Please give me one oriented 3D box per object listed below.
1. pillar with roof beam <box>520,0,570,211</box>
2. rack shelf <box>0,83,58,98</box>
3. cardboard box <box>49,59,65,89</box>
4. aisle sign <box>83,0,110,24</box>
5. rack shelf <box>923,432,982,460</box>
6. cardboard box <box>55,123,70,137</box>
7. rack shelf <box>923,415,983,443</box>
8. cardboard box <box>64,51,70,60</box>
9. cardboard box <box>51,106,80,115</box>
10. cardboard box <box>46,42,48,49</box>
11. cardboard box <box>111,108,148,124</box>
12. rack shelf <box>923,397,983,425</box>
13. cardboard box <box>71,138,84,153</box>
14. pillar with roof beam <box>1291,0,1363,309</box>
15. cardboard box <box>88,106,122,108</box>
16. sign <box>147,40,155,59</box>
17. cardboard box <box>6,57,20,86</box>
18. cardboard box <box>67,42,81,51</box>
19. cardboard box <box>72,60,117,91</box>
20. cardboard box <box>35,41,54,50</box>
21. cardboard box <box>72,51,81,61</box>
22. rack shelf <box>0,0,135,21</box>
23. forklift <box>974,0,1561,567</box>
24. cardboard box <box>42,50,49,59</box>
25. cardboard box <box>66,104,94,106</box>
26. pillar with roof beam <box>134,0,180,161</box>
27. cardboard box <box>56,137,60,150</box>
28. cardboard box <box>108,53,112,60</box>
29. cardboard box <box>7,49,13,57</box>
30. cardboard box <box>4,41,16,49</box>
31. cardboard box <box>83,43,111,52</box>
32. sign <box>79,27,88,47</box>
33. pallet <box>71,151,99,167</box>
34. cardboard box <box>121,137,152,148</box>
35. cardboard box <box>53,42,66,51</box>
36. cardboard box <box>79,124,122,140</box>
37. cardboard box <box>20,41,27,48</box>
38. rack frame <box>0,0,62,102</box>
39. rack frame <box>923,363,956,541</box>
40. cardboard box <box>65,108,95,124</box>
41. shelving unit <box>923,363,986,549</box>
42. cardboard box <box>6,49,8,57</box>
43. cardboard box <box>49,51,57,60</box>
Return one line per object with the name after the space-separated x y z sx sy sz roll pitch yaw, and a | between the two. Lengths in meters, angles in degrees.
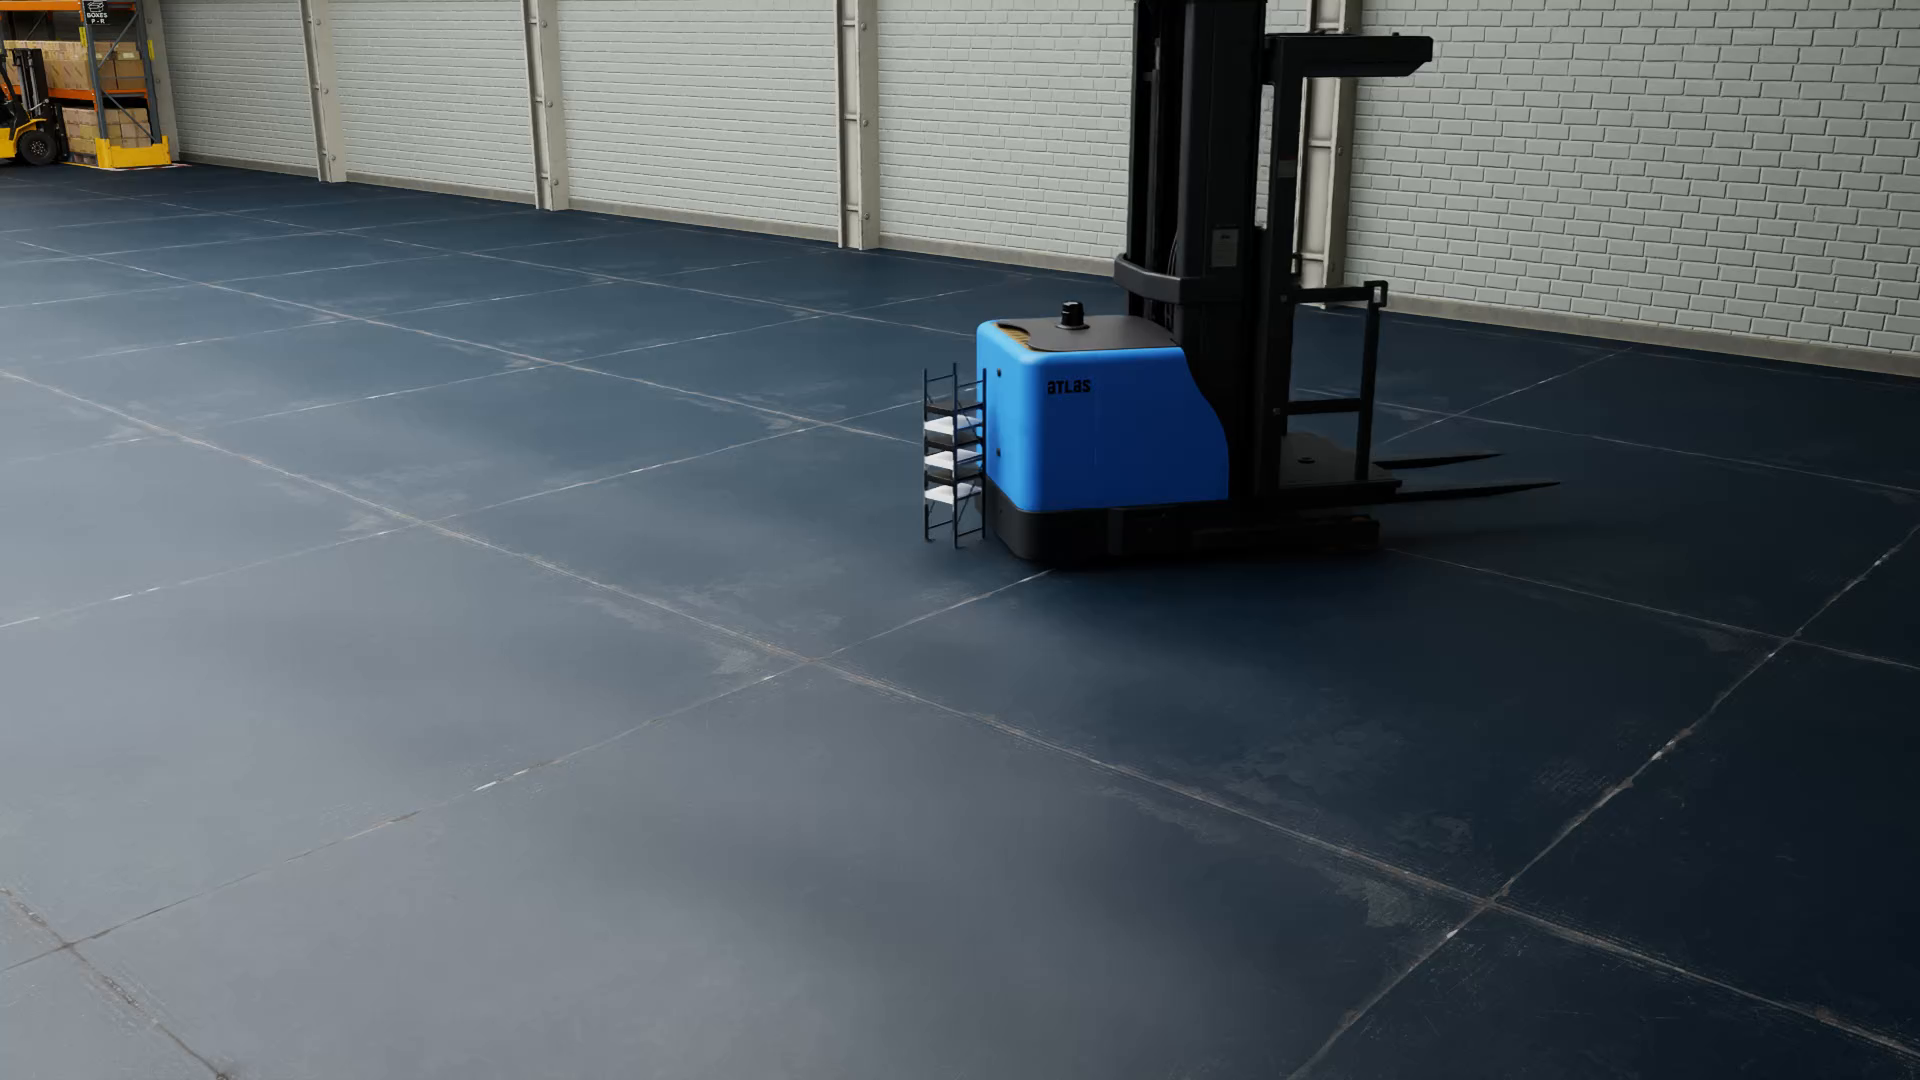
-8.514 -7.926 18.709 0.400 9.000 9.100 15 23 39 | pillar with roof beam
-19.197 -8.968 33.100 4.000 0.370 1.077 15 23 39 | rack shelf
-16.017 -8.402 29.963 0.500 0.500 0.500 14 23 38 | cardboard box
-14.855 -9.266 28.551 0.004 0.787 0.394 15 23 39 | aisle sign
-0.026 -0.483 8.459 0.200 0.077 0.258 15 23 39 | rack shelf
-16.049 -7.463 30.193 0.500 0.250 0.500 14 23 38 | cardboard box
-0.026 -0.569 8.432 0.200 0.077 0.258 15 23 39 | rack shelf
-15.697 -8.632 29.614 0.250 0.149 0.380 15 23 39 | cardboard box
-16.405 -7.798 30.422 0.500 0.250 0.500 14 23 38 | cardboard box
-16.268 -8.936 30.079 0.250 0.149 0.380 15 23 40 | cardboard box
-14.943 -7.612 29.835 0.500 0.250 0.500 15 23 38 | cardboard box
-0.026 -0.655 8.405 0.200 0.077 0.258 15 23 39 | rack shelf
-15.636 -7.120 29.941 0.500 0.250 0.500 15 23 39 | cardboard box
0.461 -5.516 11.117 0.400 9.000 9.100 15 23 39 | pillar with roof beam
-15.686 -7.814 30.473 0.500 0.250 0.500 15 23 39 | cardboard box
-14.336 -8.681 29.444 0.005 0.325 0.100 15 23 39 | sign
-17.542 -8.809 31.244 0.500 0.500 0.500 14 22 38 | cardboard box
-15.536 -8.718 29.393 0.250 0.149 0.380 16 23 40 | cardboard box
-15.252 -8.193 29.304 0.500 0.500 0.500 14 23 38 | cardboard box
-16.643 -9.036 30.396 0.250 0.149 0.380 15 23 39 | cardboard box
-15.365 -8.514 29.242 0.250 0.149 0.380 16 23 40 | cardboard box
-16.205 -9.594 30.115 4.000 0.370 1.077 15 23 39 | rack shelf
1.648 -1.484 8.443 3.031 2.935 1.130 -4 18 -13 | forklift
-16.494 -8.828 30.231 0.250 0.149 0.380 14 23 38 | cardboard box
-16.446 -8.017 31.114 0.500 0.250 0.500 15 23 40 | cardboard box
-17.489 -10.335 26.301 0.400 9.000 9.100 15 23 39 | pillar with roof beam
-16.408 -7.322 30.576 0.500 0.250 0.500 16 24 41 | cardboard box
-15.018 -8.625 29.592 0.250 0.149 0.380 15 23 39 | cardboard box
-17.637 -9.143 31.223 0.250 0.149 0.380 15 23 38 | cardboard box
-17.660 -9.277 31.154 0.250 0.149 0.380 16 23 40 | cardboard box
-15.117 -8.629 29.113 0.250 0.149 0.380 15 23 39 | cardboard box
-15.080 -8.651 28.606 0.005 0.325 0.100 15 23 39 | sign
-15.309 -6.921 30.071 1.213 0.211 1.003 15 23 39 | pallet
-14.947 -7.138 29.997 0.500 0.250 0.500 15 23 39 | cardboard box
-15.941 -8.812 29.689 0.250 0.149 0.380 16 23 41 | cardboard box
-15.281 -7.261 29.557 0.500 0.250 0.500 15 23 39 | cardboard box
-17.083 -9.120 30.662 0.250 0.149 0.380 16 23 40 | cardboard box
-17.701 -8.909 31.726 0.127 3.000 1.000 15 23 39 | rack frame
-0.101 -0.450 8.541 0.006 0.900 0.240 15 23 39 | rack frame
-15.647 -7.595 29.784 0.500 0.250 0.500 16 23 40 | cardboard box
-0.026 -0.429 8.476 0.210 0.900 0.258 15 23 39 | shelving unit
-18.104 -9.284 31.670 0.250 0.149 0.380 16 24 41 | cardboard box
-16.130 -8.721 29.895 0.250 0.149 0.380 15 23 40 | cardboard box
